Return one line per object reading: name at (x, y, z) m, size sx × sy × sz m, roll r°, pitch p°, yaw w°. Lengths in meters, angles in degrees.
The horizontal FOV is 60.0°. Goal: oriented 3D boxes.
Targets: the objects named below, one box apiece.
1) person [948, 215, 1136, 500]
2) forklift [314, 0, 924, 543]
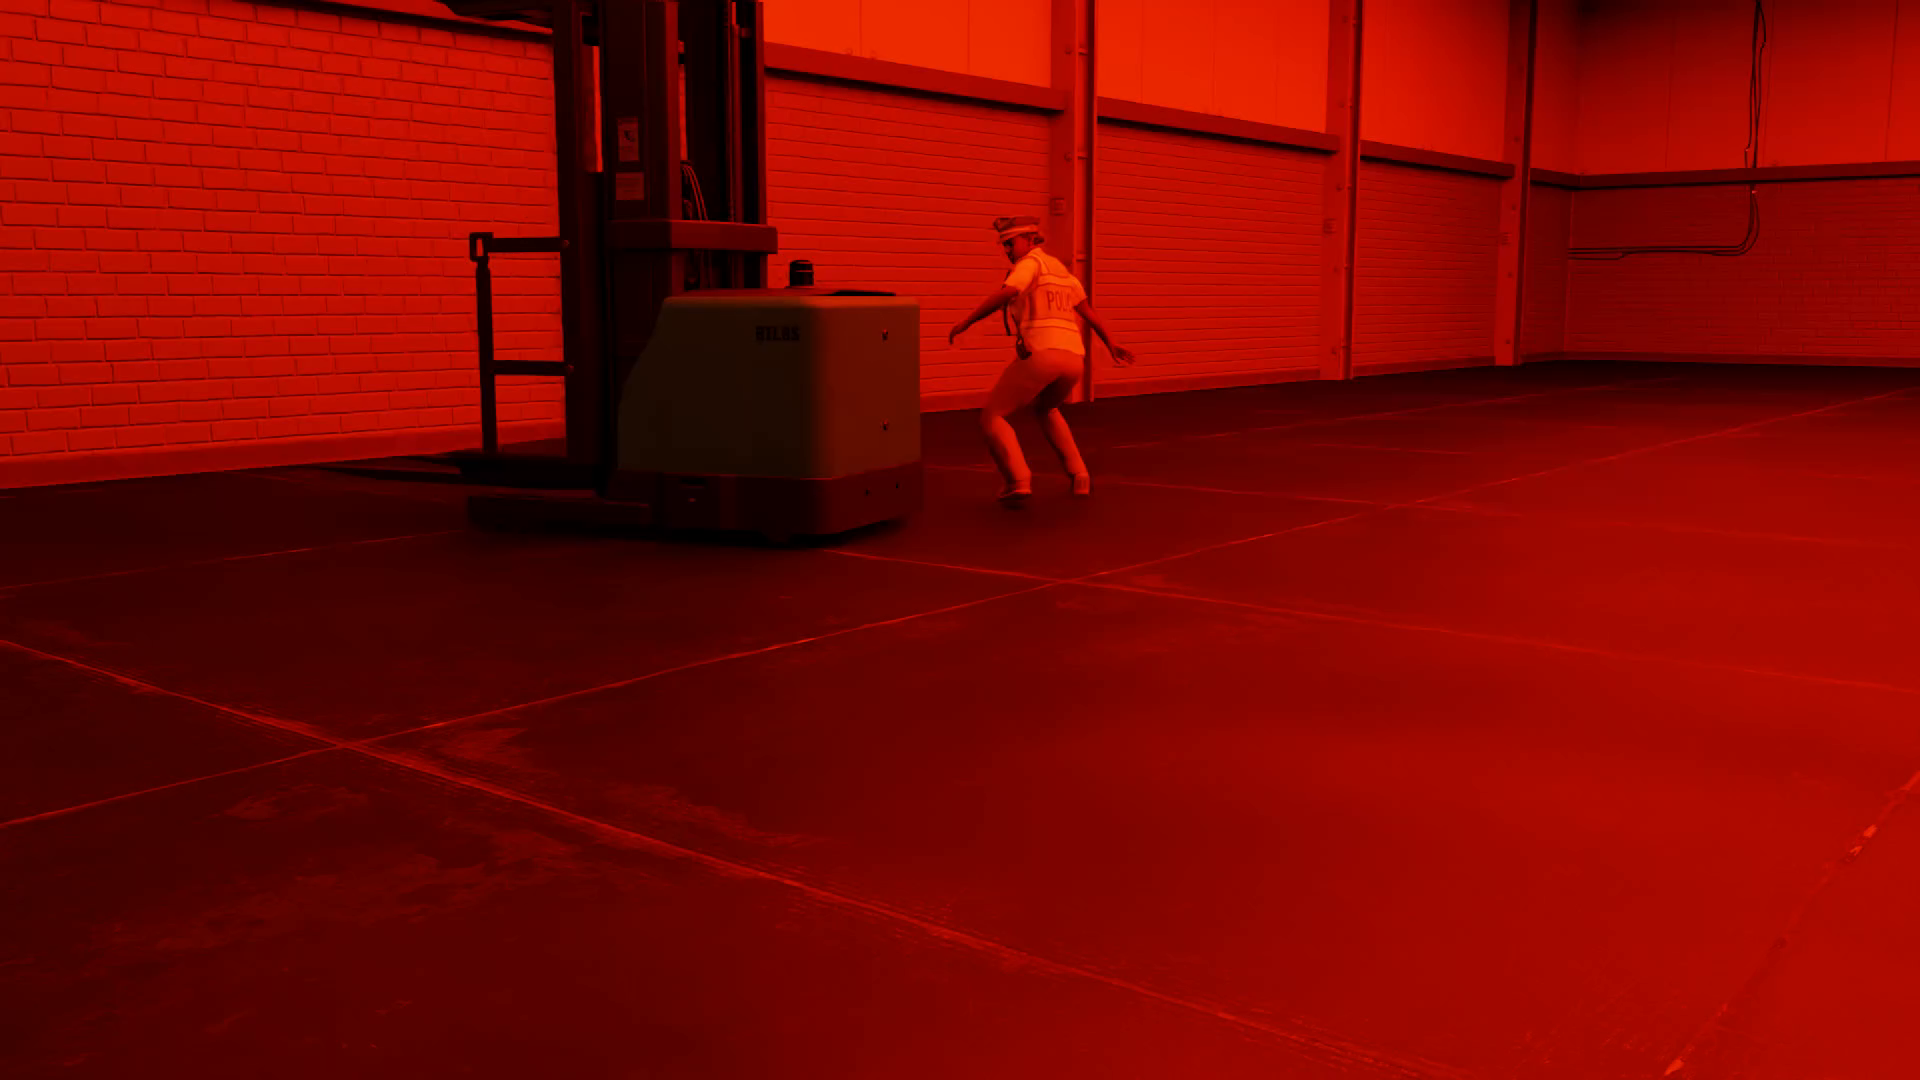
person at (0.438, -0.905, 8.796) m, size 0.553 × 1.604 × 0.975 m, roll 7°, pitch 11°, yaw 40°
forklift at (-1.736, -1.553, 7.892) m, size 3.031 × 2.935 × 1.130 m, roll 4°, pitch 9°, yaw 24°
